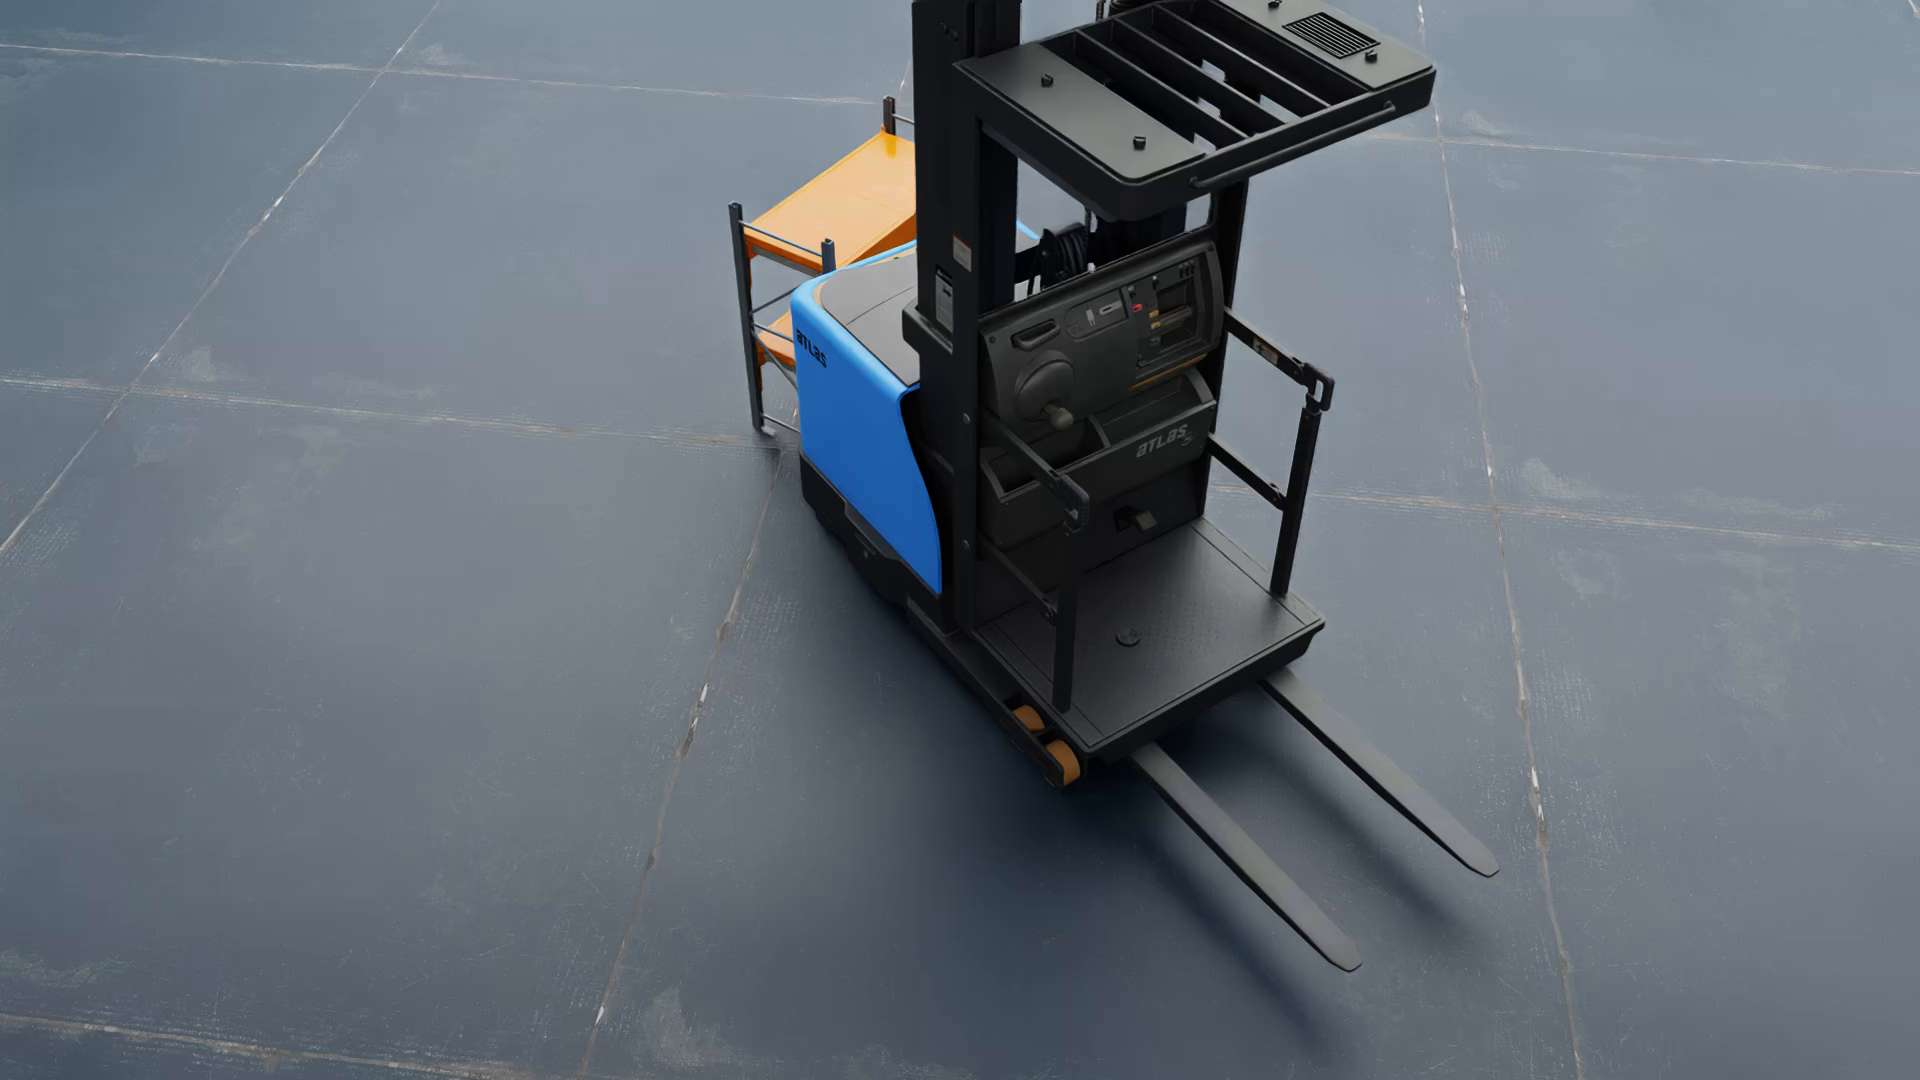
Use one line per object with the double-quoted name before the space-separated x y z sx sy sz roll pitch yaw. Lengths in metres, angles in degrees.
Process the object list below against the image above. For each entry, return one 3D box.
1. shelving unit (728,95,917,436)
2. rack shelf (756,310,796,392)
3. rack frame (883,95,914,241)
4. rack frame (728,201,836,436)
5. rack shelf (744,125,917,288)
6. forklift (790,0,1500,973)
"shelving unit" -0.404 -1.105 7.099 0.538 1.125 1.048 25 49 24
"rack shelf" -0.404 -0.927 7.267 0.538 0.278 1.000 25 49 24
"rack frame" -0.116 -1.393 7.403 0.500 1.125 0.032 25 49 24
"rack frame" -0.692 -0.817 6.794 0.500 1.125 0.032 25 49 24
"rack shelf" -0.404 -1.317 6.897 0.538 0.278 1.000 25 49 24
"forklift" 0.598 -0.579 5.229 1.130 2.935 3.031 -25 49 -24
